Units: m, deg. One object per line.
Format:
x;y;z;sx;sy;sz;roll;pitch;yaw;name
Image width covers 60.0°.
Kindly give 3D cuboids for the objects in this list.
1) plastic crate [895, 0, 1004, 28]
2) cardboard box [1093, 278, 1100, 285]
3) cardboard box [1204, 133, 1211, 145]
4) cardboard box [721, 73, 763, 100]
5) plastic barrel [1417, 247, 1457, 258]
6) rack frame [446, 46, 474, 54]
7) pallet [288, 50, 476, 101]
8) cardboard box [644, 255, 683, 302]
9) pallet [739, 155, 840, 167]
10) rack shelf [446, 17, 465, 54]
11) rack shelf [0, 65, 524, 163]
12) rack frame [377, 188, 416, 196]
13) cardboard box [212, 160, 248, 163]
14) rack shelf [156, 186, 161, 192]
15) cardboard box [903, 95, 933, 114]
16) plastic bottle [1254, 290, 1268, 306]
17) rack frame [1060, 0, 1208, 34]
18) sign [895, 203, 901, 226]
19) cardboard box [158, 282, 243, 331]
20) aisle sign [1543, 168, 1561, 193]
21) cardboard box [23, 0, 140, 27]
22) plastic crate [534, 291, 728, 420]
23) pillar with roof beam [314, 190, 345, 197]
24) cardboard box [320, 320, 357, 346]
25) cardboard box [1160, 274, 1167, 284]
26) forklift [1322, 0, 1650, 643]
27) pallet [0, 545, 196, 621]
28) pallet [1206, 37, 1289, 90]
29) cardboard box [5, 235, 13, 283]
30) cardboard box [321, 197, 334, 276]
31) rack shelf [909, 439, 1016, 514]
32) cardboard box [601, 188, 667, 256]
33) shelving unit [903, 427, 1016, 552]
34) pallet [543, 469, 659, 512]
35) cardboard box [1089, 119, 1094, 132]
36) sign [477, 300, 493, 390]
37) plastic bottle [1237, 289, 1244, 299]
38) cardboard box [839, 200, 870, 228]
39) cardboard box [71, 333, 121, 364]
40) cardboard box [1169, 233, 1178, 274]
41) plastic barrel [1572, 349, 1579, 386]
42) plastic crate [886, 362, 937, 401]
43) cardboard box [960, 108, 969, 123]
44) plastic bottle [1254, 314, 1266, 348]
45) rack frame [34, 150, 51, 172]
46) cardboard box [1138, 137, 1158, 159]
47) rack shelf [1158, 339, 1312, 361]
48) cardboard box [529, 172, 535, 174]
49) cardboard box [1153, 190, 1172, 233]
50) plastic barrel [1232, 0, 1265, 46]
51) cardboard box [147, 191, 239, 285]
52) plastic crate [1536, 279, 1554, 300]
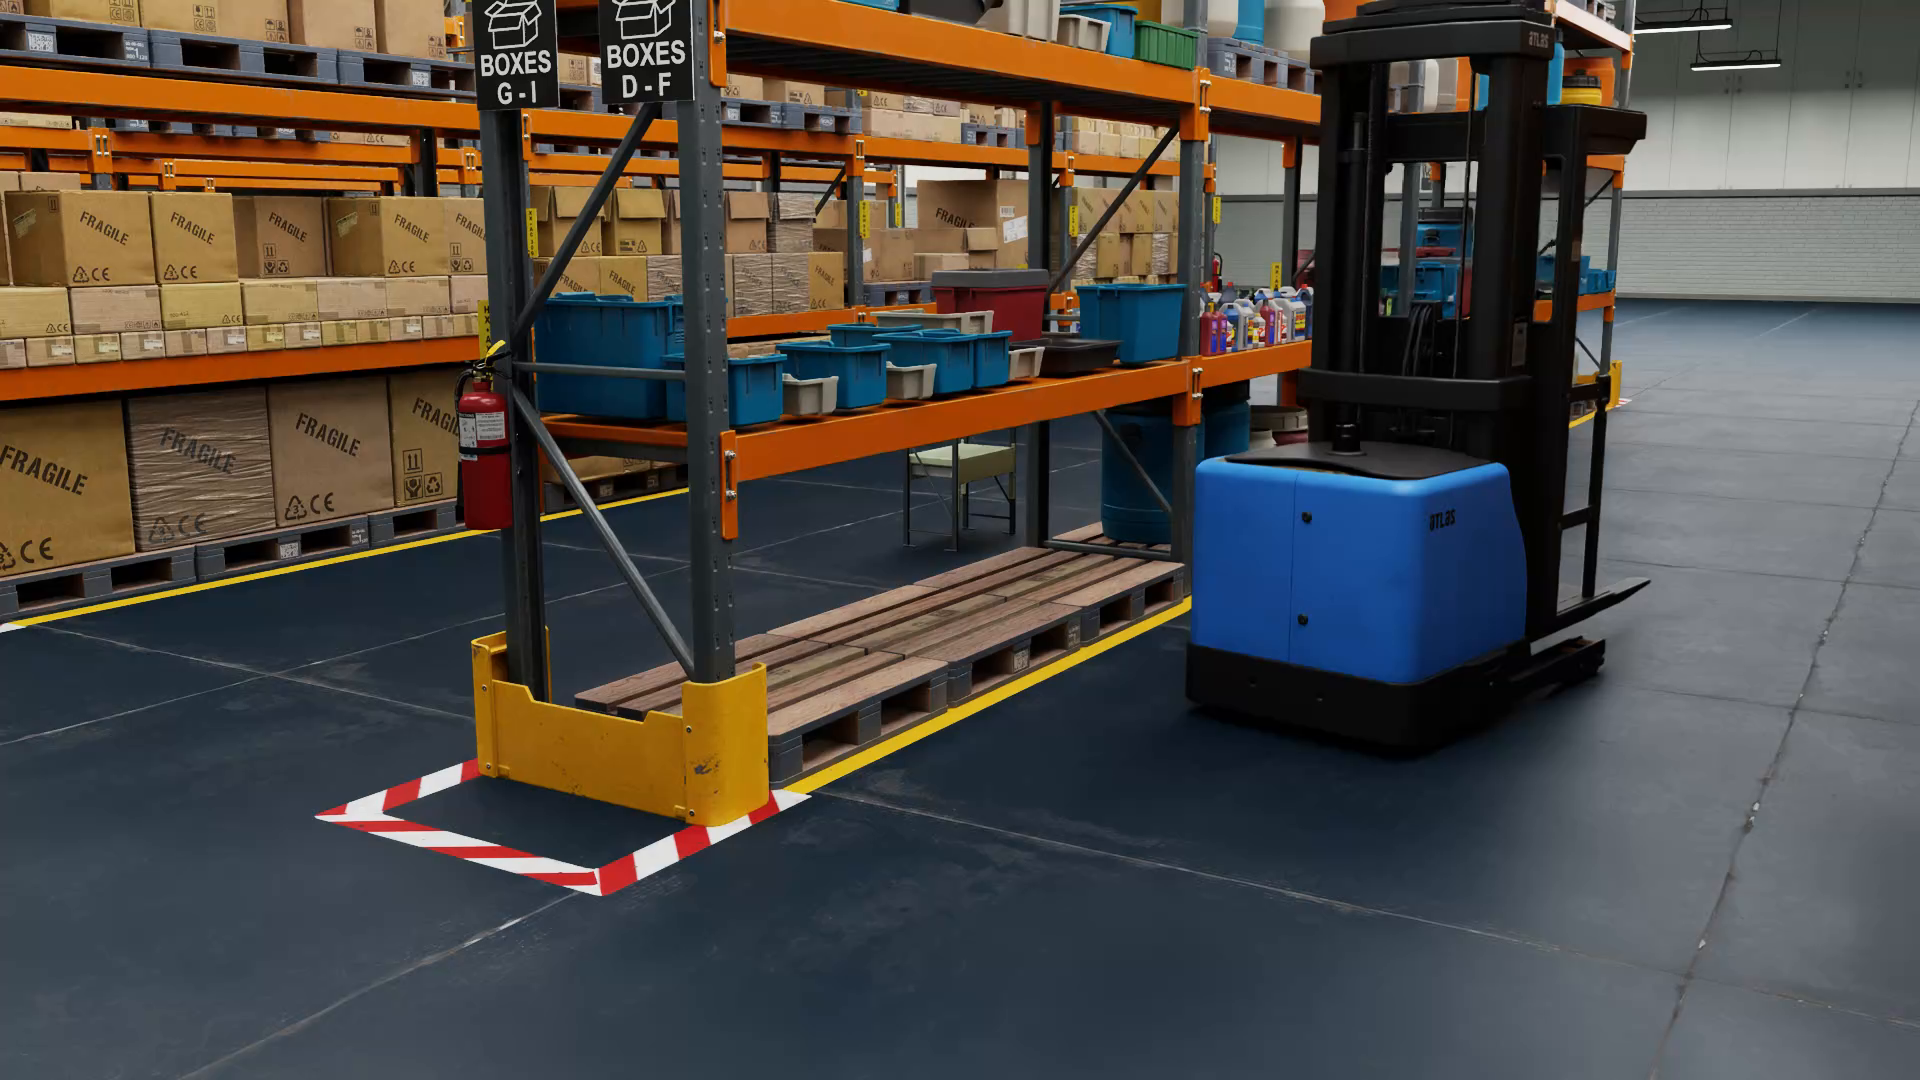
-0.212;-2.239;6.695;0.504;0.338;0.767;6;12;31;plastic crate
1.373;-2.903;18.909;0.380;0.149;0.250;6;12;31;cardboard box
2.956;-5.094;21.100;0.380;0.149;0.250;6;12;31;cardboard box
-1.948;-3.796;13.427;0.500;0.500;0.500;7;13;34;cardboard box
4.306;-2.406;15.199;0.433;0.535;0.433;0;11;0;plastic barrel
-3.399;-4.633;11.160;0.949;2.616;0.053;6;12;31;rack frame
-3.830;-2.987;10.760;1.003;0.211;1.213;6;12;31;pallet
-2.424;-1.939;12.803;0.500;0.500;0.500;6;12;29;cardboard box
-2.362;-5.181;22.482;1.003;0.211;1.213;6;12;31;pallet
-4.468;-5.516;18.918;1.077;0.370;4.000;6;12;31;rack shelf
-4.435;-2.490;9.820;1.077;0.370;4.000;6;12;31;rack shelf
-9.880;-4.991;29.378;1.000;3.000;0.127;6;12;31;rack frame
-9.289;-4.931;20.634;0.700;0.500;0.500;6;12;31;cardboard box
-3.375;-2.427;11.628;20.754;4.106;7.935;6;12;31;rack shelf
-0.589;-4.211;15.427;0.500;0.500;0.500;6;12;31;cardboard box
2.141;-1.645;11.853;0.097;0.271;0.097;0;11;0;plastic bottle
0.837;-4.159;8.631;1.000;3.000;0.127;6;12;31;rack frame
-0.896;-4.692;23.990;0.100;0.325;0.005;6;12;31;sign
-4.465;-1.338;9.462;0.500;0.250;0.500;6;12;29;cardboard box
6.854;-4.415;19.234;0.394;0.787;0.004;6;12;31;aisle sign
-4.854;-2.997;8.892;0.700;0.500;0.500;6;12;29;cardboard box
-1.226;-0.699;6.190;0.616;0.435;0.499;6;12;31;plastic crate
-7.333;-7.505;26.504;9.100;9.000;0.400;6;12;31;pillar with roof beam
-3.942;-1.279;10.230;0.380;0.149;0.250;6;12;30;cardboard box
2.338;-3.226;20.632;0.380;0.149;0.250;6;12;31;cardboard box
2.304;-0.853;7.458;1.121;2.935;3.031;9;14;41;forklift
-5.125;0.183;9.318;1.003;0.211;1.213;6;12;31;pallet
1.160;-2.725;9.632;1.213;0.211;1.003;6;12;31;pallet
-7.863;-2.184;13.304;0.500;0.500;0.500;6;12;29;cardboard box
-4.126;-1.997;10.946;0.500;0.500;0.500;6;12;31;cardboard box
0.003;-0.418;10.796;0.431;0.370;0.720;6;12;31;rack shelf
-2.706;-2.434;12.720;0.797;0.503;0.637;7;12;31;cardboard box
0.003;-0.738;10.736;0.431;1.500;0.755;6;12;31;shelving unit
-3.060;-0.442;12.654;1.003;0.211;1.213;6;12;31;pallet
1.269;-4.608;18.506;0.380;0.149;0.250;6;12;28;cardboard box
-1.719;-0.712;6.075;0.100;0.325;0.005;6;12;31;sign
1.944;-1.619;11.683;0.061;0.283;0.133;6;12;31;plastic bottle
-1.785;-4.515;23.493;0.875;0.550;0.550;6;12;31;cardboard box
-4.742;-1.036;8.934;0.380;0.149;0.250;6;12;29;cardboard box
2.368;-3.592;20.825;0.875;0.500;0.500;6;12;31;cardboard box
6.790;-1.970;18.862;0.421;0.512;0.421;0;11;0;plastic barrel
-0.241;-0.638;6.678;0.250;0.136;0.298;6;12;31;plastic crate
-0.131;-4.203;16.511;0.380;0.166;0.250;6;12;29;cardboard box
1.777;-1.253;9.950;0.097;0.201;0.097;0;11;0;plastic bottle
-7.580;-2.173;14.325;0.949;2.616;0.053;6;12;31;rack frame
2.014;-4.633;19.722;0.500;0.250;0.500;6;12;30;cardboard box
1.875;-1.267;10.911;0.919;0.124;3.809;6;12;31;rack shelf
-6.539;-5.508;24.669;0.380;0.149;0.250;6;12;31;cardboard box
2.243;-3.990;20.233;0.500;0.500;0.500;6;12;31;cardboard box
1.592;-3.421;10.334;0.600;0.901;0.708;6;12;31;plastic barrel
-4.470;-1.706;9.391;0.500;0.500;0.500;6;12;29;cardboard box
5.936;-2.551;16.919;0.450;0.188;0.662;6;12;31;plastic crate
